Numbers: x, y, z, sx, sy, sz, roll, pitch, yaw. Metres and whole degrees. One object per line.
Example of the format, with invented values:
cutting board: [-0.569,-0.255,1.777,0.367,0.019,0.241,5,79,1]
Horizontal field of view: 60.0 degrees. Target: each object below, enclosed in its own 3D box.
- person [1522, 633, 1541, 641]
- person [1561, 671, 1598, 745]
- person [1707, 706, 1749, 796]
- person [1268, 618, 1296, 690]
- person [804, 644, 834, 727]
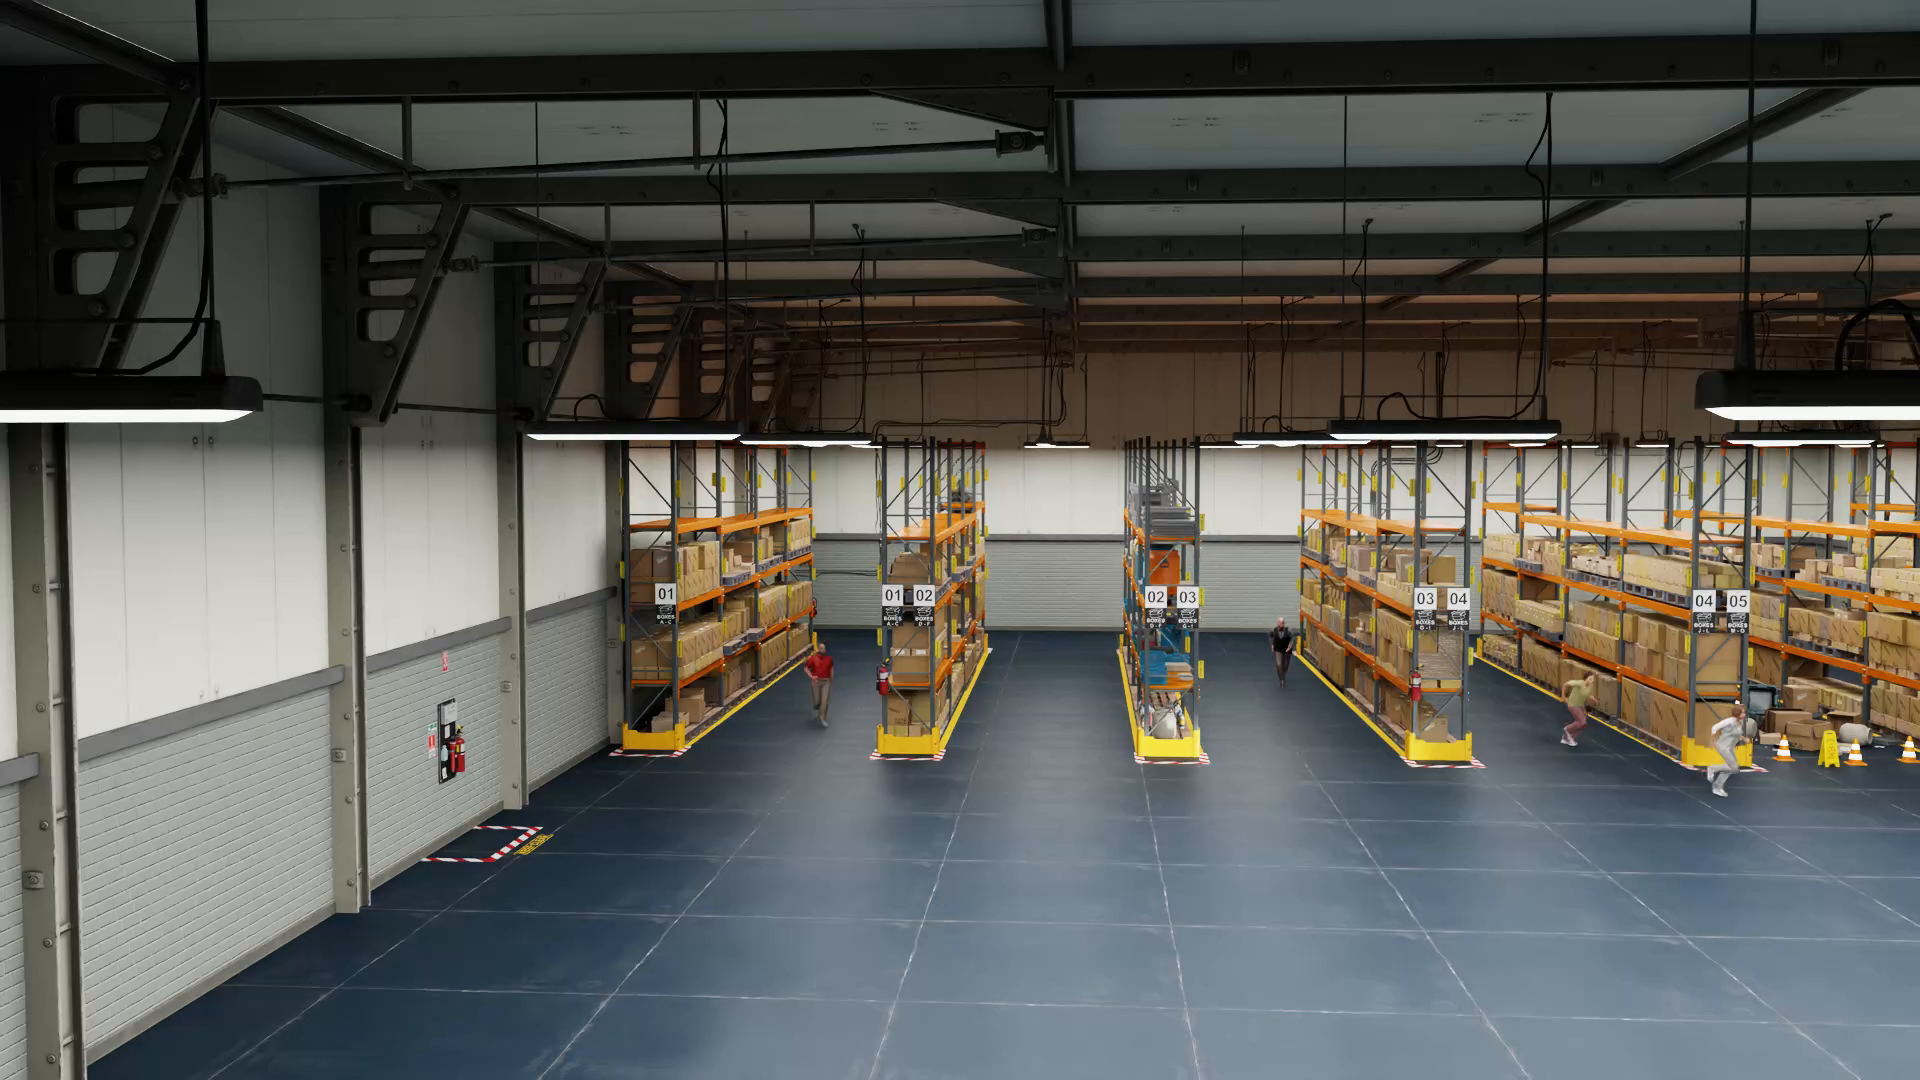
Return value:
person: [16.195,2.331,46.936,0.736,1.834,0.628,1,3,23]
person: [11.937,3.254,32.133,0.607,1.503,0.809,-1,3,-25]
person: [12.756,3.496,27.617,0.509,1.530,0.667,-3,4,-41]
person: [7.813,2.733,40.397,0.660,1.718,1.031,0,3,8]
person: [-2.932,3.021,34.863,0.658,1.714,0.692,-1,3,-20]
